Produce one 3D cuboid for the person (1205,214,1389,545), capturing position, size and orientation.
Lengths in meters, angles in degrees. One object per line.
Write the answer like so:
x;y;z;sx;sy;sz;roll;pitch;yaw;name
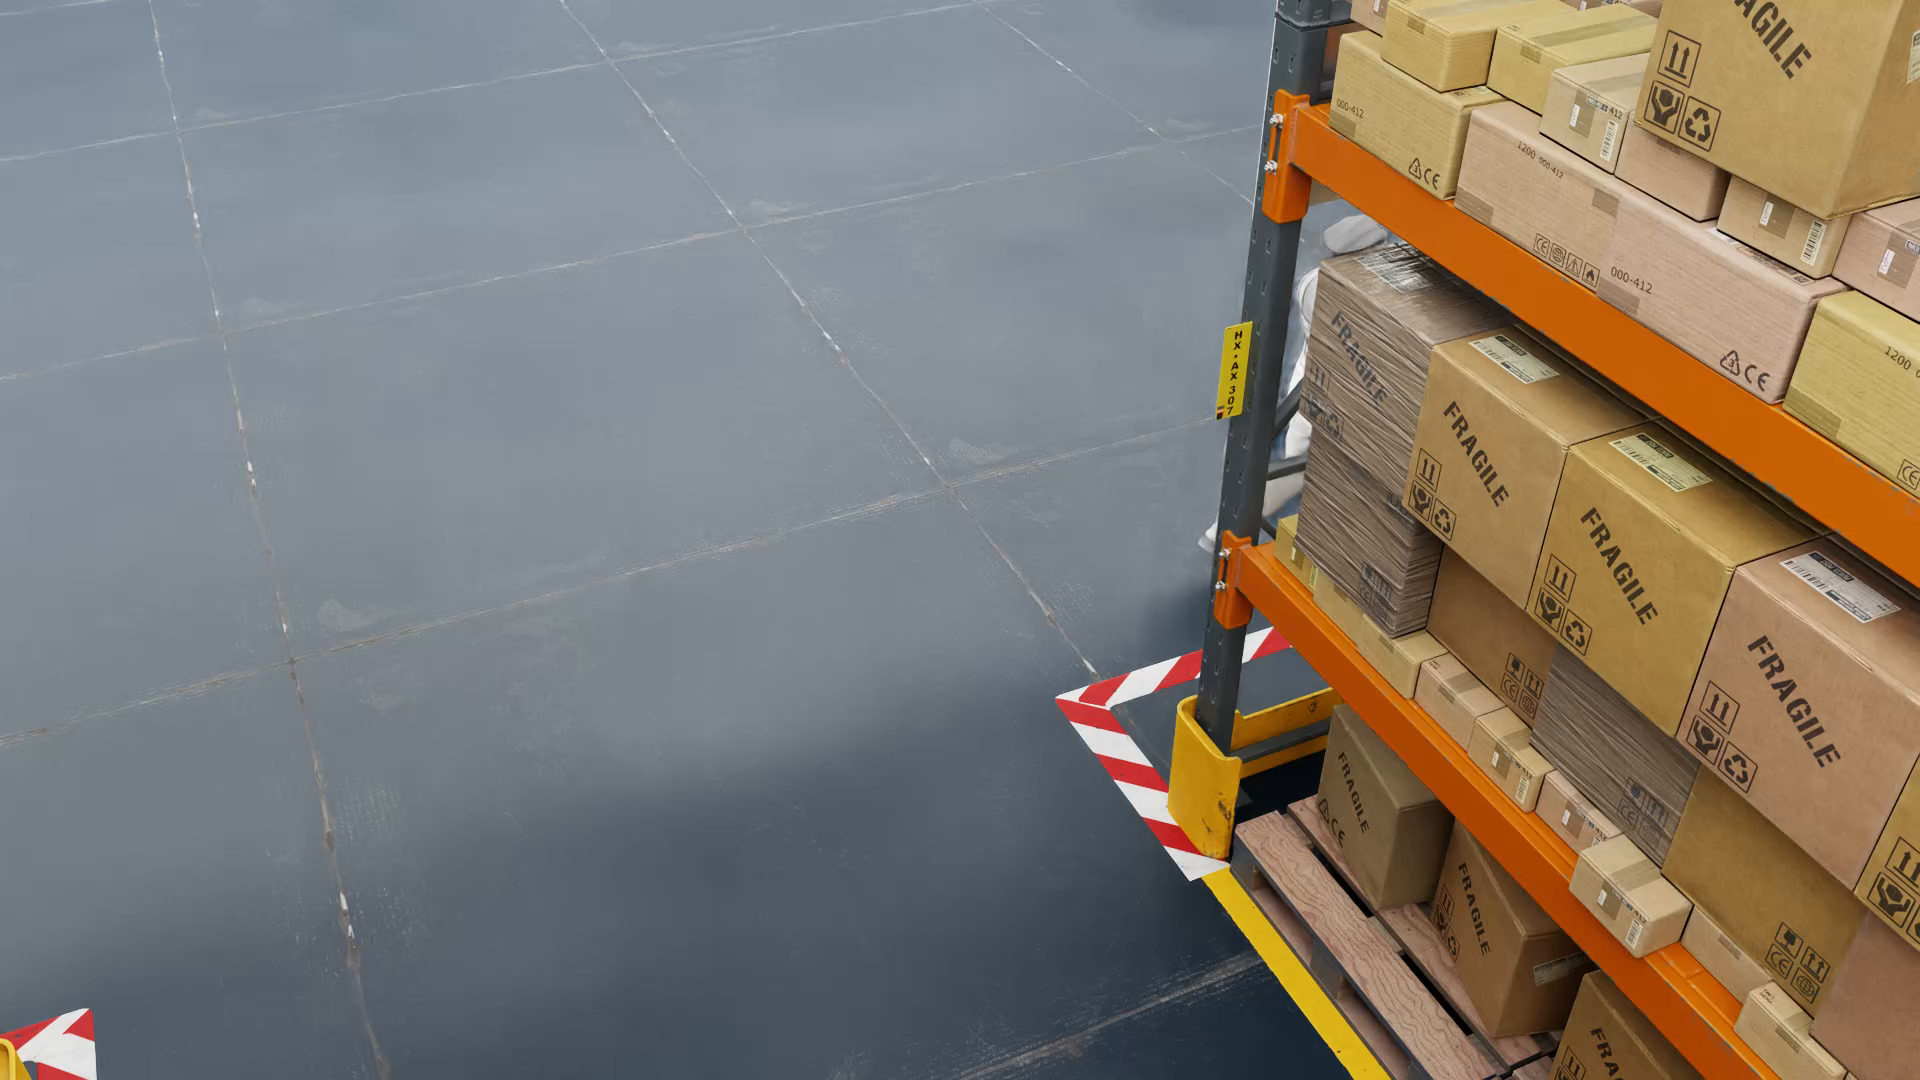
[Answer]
1.581;-0.557;6.862;0.938;1.710;0.540;-15;39;-19;person
